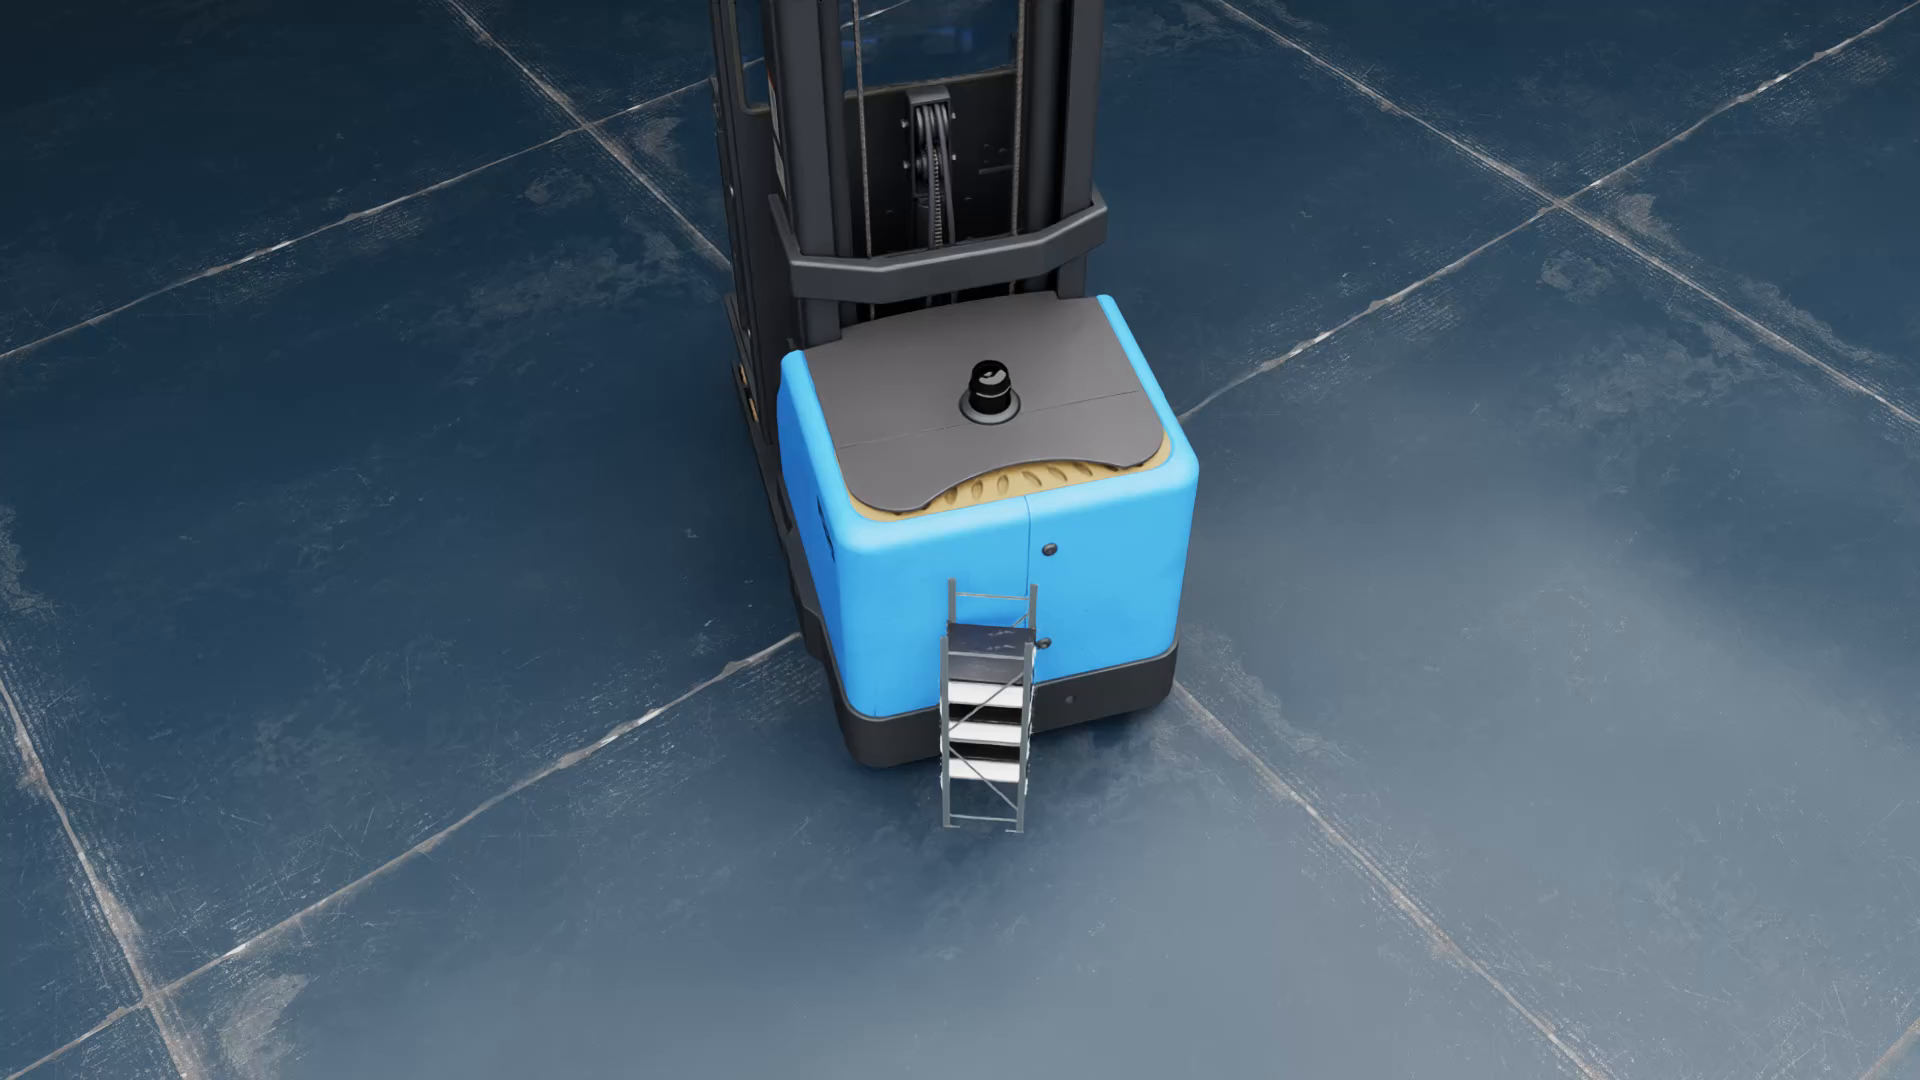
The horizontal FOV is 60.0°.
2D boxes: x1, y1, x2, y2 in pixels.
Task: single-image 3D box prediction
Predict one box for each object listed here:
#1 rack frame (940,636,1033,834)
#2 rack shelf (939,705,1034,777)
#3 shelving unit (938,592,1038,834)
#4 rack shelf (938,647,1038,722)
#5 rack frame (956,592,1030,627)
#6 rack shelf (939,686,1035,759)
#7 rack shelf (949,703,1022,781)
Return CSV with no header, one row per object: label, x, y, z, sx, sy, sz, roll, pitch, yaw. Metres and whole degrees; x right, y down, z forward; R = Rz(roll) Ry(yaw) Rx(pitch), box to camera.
rack frame,0.069,0.562,4.633,0.240,0.900,0.006,4,48,4
rack shelf,0.078,0.570,4.792,0.258,0.077,0.200,4,48,4
shelving unit,0.078,0.488,4.700,0.258,0.900,0.208,4,48,4
rack shelf,0.078,0.389,4.592,0.258,0.077,0.200,4,48,4
rack frame,0.087,0.412,4.769,0.228,0.785,0.003,4,48,4
rack shelf,0.078,0.510,4.725,0.258,0.077,0.200,4,48,4
rack shelf,0.078,0.521,4.738,0.221,0.281,0.190,4,48,4
